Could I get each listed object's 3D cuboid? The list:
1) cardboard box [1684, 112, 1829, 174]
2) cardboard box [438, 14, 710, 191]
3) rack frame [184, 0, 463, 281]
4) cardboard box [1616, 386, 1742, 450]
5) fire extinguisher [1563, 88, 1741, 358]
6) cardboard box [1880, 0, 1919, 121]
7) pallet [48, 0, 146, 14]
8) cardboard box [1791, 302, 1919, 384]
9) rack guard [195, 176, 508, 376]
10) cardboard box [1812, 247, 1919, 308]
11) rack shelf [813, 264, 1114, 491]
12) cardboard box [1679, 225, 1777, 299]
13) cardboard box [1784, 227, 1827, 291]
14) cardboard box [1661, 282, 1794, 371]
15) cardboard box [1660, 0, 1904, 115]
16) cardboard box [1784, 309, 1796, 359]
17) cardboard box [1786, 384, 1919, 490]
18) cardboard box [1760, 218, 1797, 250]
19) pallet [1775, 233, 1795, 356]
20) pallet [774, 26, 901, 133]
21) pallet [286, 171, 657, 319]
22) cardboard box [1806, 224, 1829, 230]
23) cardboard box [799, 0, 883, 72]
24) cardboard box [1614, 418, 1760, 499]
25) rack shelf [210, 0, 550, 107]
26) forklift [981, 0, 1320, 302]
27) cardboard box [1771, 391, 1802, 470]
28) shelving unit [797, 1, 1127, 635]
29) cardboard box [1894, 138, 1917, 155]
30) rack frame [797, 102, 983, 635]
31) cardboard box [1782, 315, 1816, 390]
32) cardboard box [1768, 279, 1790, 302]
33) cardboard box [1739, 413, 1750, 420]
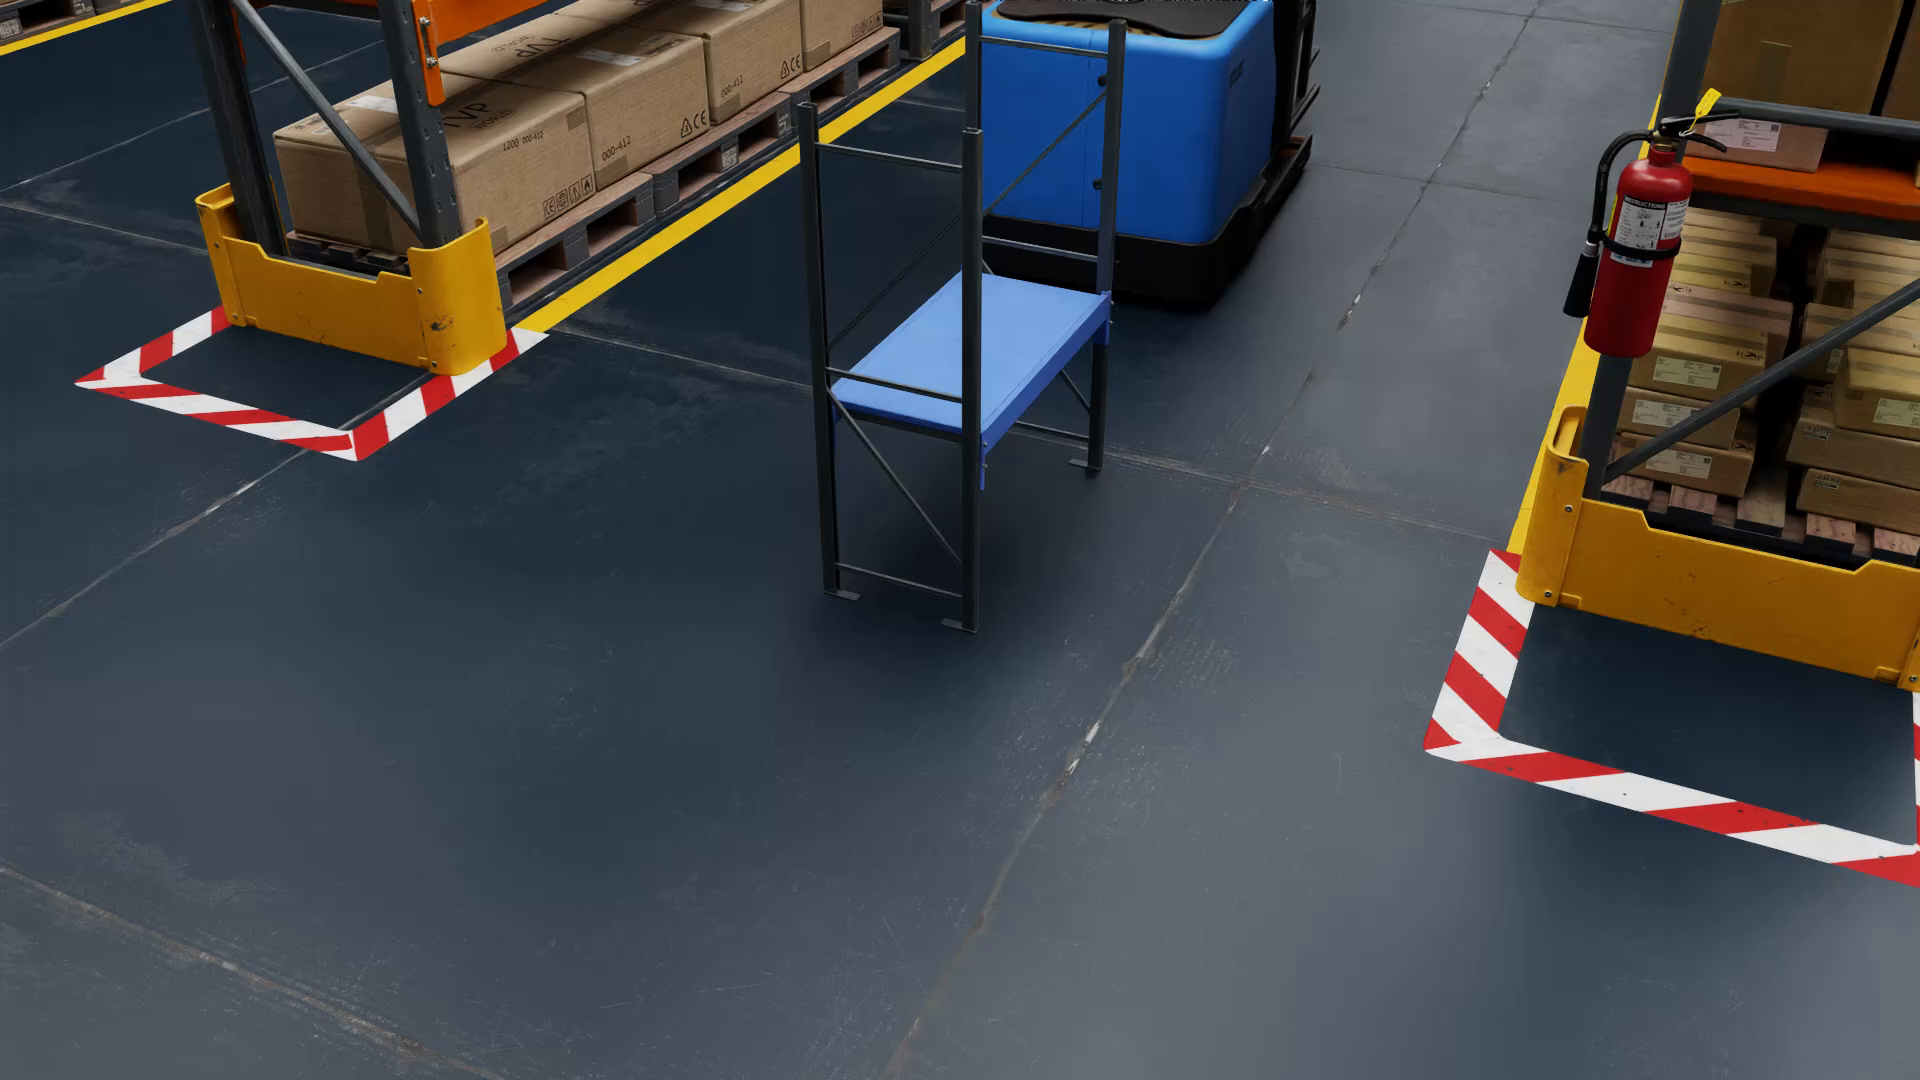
[{"bbox_3d":[2.107,-1.119,4.450,0.380,0.149,0.250,14,36,21],"label":"cardboard box"},{"bbox_3d":[-1.750,-1.995,7.511,0.875,0.438,0.875,15,36,22],"label":"cardboard box"},{"bbox_3d":[-2.311,-2.082,5.689,1.000,3.000,0.127,14,36,20],"label":"rack frame"},{"bbox_3d":[2.189,-0.433,5.120,0.380,0.149,0.250,13,36,19],"label":"cardboard box"},{"bbox_3d":[1.703,-0.789,4.128,0.296,0.674,0.183,14,36,20],"label":"fire extinguisher"},{"bbox_3d":[2.666,-1.323,4.169,0.500,0.500,0.500,16,36,23],"label":"cardboard box"},{"bbox_3d":[-5.436,-3.703,10.705,1.003,0.211,1.213,14,36,20],"label":"pallet"},{"bbox_3d":[2.761,-0.577,5.068,0.380,0.149,0.250,15,36,21],"label":"cardboard box"},{"bbox_3d":[-2.321,-1.024,6.356,1.175,0.500,0.348,14,36,20],"label":"rack guard"},{"bbox_3d":[3.012,-0.815,5.432,0.380,0.149,0.250,12,35,18],"label":"cardboard box"},{"bbox_3d":[0.036,-0.519,5.002,0.538,0.185,1.000,14,36,20],"label":"rack shelf"},{"bbox_3d":[2.535,-0.935,5.615,0.380,0.149,0.250,13,35,19],"label":"cardboard box"},{"bbox_3d":[3.174,-0.973,5.945,0.380,0.149,0.250,16,37,23],"label":"cardboard box"},{"bbox_3d":[2.376,-0.662,5.199,0.380,0.149,0.250,15,36,21],"label":"cardboard box"},{"bbox_3d":[2.182,-1.446,4.357,0.500,0.500,0.500,15,36,21],"label":"cardboard box"},{"bbox_3d":[3.097,-0.693,5.788,0.380,0.149,0.250,14,36,21],"label":"cardboard box"},{"bbox_3d":[2.680,-0.306,4.927,0.380,0.149,0.250,16,36,22],"label":"cardboard box"},{"bbox_3d":[2.808,-1.187,6.000,0.380,0.149,0.250,13,35,19],"label":"cardboard box"},{"bbox_3d":[3.143,-0.870,6.384,1.003,0.211,1.213,14,36,20],"label":"pallet"},{"bbox_3d":[-1.027,-2.547,8.942,1.003,0.211,1.213,14,36,20],"label":"pallet"},{"bbox_3d":[-2.047,-1.332,7.089,1.003,0.211,1.213,14,36,20],"label":"pallet"},{"bbox_3d":[3.306,-1.219,6.048,0.380,0.149,0.250,14,36,21],"label":"cardboard box"},{"bbox_3d":[-0.998,-2.890,8.876,0.875,0.438,0.875,14,36,20],"label":"cardboard box"},{"bbox_3d":[2.258,-0.290,5.173,0.380,0.149,0.250,15,36,21],"label":"cardboard box"},{"bbox_3d":[-1.474,-2.777,7.406,1.077,0.370,4.000,14,36,20],"label":"rack shelf"},{"bbox_3d":[1.036,-2.964,7.097,1.130,2.935,3.031,12,35,18],"label":"forklift"},{"bbox_3d":[2.772,-0.317,5.214,0.380,0.149,0.250,14,36,20],"label":"cardboard box"},{"bbox_3d":[0.036,-0.670,4.904,0.538,1.500,1.048,14,36,20],"label":"shelving unit"},{"bbox_3d":[2.730,-1.114,4.442,0.380,0.149,0.250,15,36,22],"label":"cardboard box"},{"bbox_3d":[-0.177,-0.417,4.517,0.500,1.500,0.032,14,36,20],"label":"rack frame"},{"bbox_3d":[2.868,-0.572,5.332,0.380,0.149,0.250,15,36,21],"label":"cardboard box"},{"bbox_3d":[2.611,-0.802,5.683,0.380,0.149,0.250,14,36,20],"label":"cardboard box"},{"bbox_3d":[2.463,-0.553,5.575,0.380,0.149,0.250,14,36,20],"label":"cardboard box"}]
